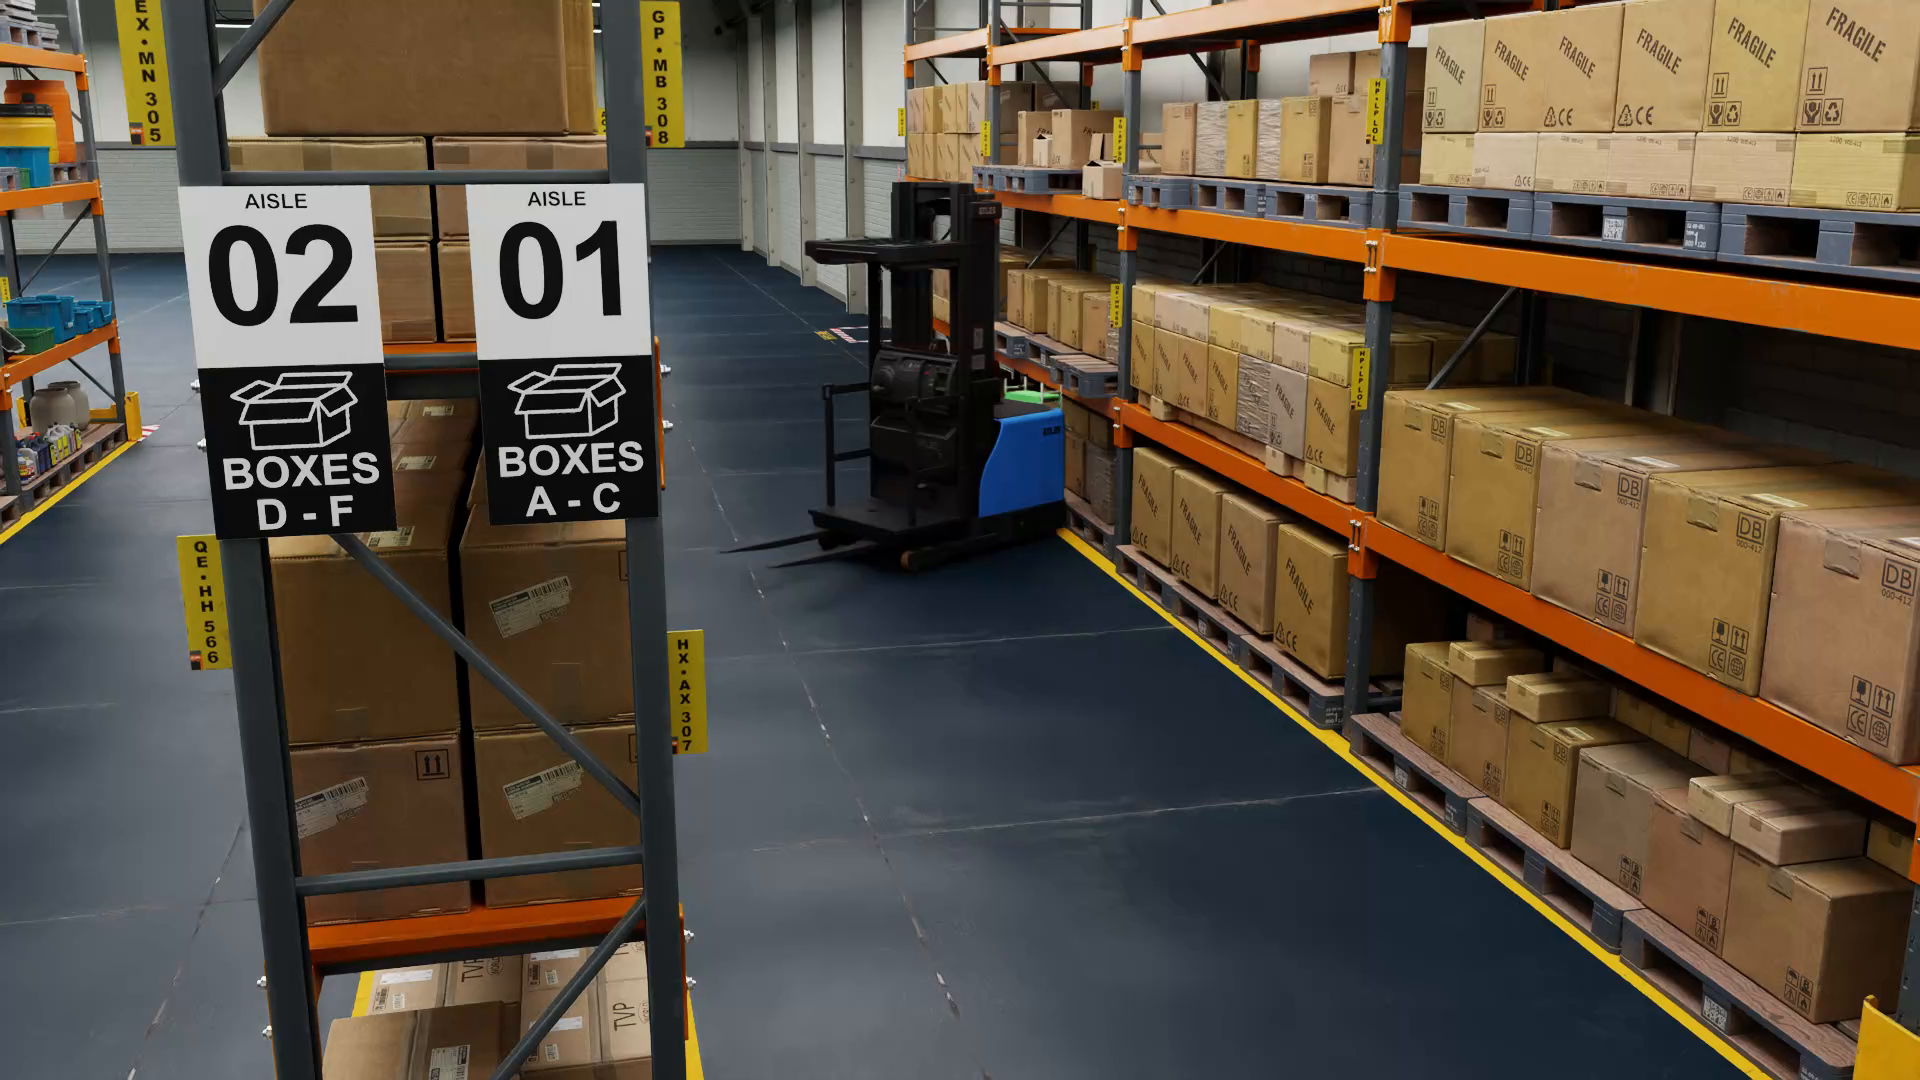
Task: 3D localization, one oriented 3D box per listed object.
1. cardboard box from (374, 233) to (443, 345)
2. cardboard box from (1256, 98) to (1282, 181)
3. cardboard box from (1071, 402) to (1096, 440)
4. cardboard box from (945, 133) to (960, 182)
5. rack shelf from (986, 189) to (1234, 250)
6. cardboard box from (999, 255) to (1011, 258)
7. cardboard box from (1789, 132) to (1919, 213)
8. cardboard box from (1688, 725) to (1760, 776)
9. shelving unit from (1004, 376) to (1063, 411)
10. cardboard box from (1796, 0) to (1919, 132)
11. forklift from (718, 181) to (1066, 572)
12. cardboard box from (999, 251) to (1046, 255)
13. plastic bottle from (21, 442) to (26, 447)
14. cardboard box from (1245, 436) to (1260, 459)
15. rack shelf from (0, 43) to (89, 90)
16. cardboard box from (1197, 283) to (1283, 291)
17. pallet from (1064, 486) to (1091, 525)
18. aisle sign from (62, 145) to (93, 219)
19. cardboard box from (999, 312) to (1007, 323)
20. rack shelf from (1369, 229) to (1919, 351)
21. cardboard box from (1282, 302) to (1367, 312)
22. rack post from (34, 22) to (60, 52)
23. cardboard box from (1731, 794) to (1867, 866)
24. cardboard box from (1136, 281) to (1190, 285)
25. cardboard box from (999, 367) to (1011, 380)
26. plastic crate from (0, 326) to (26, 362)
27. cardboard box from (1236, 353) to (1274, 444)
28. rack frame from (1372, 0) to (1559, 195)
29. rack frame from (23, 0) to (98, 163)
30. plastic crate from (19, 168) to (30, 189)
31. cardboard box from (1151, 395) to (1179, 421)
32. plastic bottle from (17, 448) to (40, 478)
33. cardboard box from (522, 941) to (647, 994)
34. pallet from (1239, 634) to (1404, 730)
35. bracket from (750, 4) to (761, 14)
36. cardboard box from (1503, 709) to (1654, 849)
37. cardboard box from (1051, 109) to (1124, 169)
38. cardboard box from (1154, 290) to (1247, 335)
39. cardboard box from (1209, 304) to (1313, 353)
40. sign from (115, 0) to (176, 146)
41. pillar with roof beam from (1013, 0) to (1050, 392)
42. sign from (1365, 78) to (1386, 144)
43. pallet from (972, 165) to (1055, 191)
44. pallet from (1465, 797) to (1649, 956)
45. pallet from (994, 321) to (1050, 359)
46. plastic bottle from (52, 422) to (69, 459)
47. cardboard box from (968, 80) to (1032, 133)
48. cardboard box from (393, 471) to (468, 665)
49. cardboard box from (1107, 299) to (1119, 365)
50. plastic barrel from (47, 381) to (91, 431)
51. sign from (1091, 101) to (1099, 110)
[{"bbox_3d":[-1.597,-0.651,4.267,0.500,0.250,0.500,-3,14,-13],"label":"cardboard box"},{"bbox_3d":[2.306,-2.535,10.526,0.700,0.500,0.500,-3,14,-13],"label":"cardboard box"},{"bbox_3d":[1.297,-1.066,14.729,0.500,0.250,0.500,-3,14,-13],"label":"cardboard box"},{"bbox_3d":[0.143,-4.069,17.691,0.500,0.500,0.500,-4,14,-15],"label":"cardboard box"},{"bbox_3d":[1.245,-2.855,14.486,1.077,0.370,4.000,-3,14,-13],"label":"rack shelf"},{"bbox_3d":[0.241,-2.716,17.418,0.500,0.500,0.500,-3,14,-14],"label":"cardboard box"},{"bbox_3d":[3.164,-1.231,5.545,0.500,0.250,0.500,-3,14,-11],"label":"cardboard box"},{"bbox_3d":[3.317,0.884,7.005,0.380,0.149,0.250,-3,14,-12],"label":"cardboard box"},{"bbox_3d":[0.633,-0.795,14.463,0.258,1.200,0.503,-9,15,-37],"label":"shelving unit"},{"bbox_3d":[3.157,-1.595,5.454,0.500,0.500,0.500,-3,14,-13],"label":"cardboard box"},{"bbox_3d":[-0.520,-1.313,13.126,3.031,2.935,1.130,-13,19,-42],"label":"forklift"},{"bbox_3d":[0.639,-2.864,18.024,0.500,0.500,0.500,-3,14,-12],"label":"cardboard box"},{"bbox_3d":[-8.792,-0.780,15.623,0.097,0.271,0.097,0,14,0],"label":"plastic bottle"},{"bbox_3d":[2.044,-0.608,10.583,0.380,0.149,0.250,-4,14,-15],"label":"cardboard box"},{"bbox_3d":[-9.324,-4.488,15.695,1.077,0.370,4.000,-3,14,-13],"label":"rack shelf"},{"bbox_3d":[2.073,-1.762,12.361,0.500,0.250,0.500,-3,14,-12],"label":"cardboard box"},{"bbox_3d":[1.250,-0.392,15.087,1.003,0.211,1.213,-3,14,-13],"label":"pallet"},{"bbox_3d":[-9.522,-3.875,17.989,0.394,0.787,0.004,-3,14,-13],"label":"aisle sign"},{"bbox_3d":[0.370,-2.237,17.039,0.500,0.250,0.500,-3,14,-13],"label":"cardboard box"},{"bbox_3d":[3.124,-1.009,6.932,1.077,0.370,4.000,-3,14,-13],"label":"rack shelf"},{"bbox_3d":[2.429,-1.407,10.905,0.500,0.250,0.500,-4,14,-15],"label":"cardboard box"},{"bbox_3d":[-9.740,-5.069,16.767,0.937,0.300,0.954,-2,14,-7],"label":"rack post"},{"bbox_3d":[3.125,1.080,6.202,0.380,0.149,0.250,-3,14,-14],"label":"cardboard box"},{"bbox_3d":[1.605,-1.941,13.046,0.380,0.149,0.250,-5,15,-21],"label":"cardboard box"},{"bbox_3d":[0.169,-1.662,18.751,0.700,0.500,0.500,-4,14,-17],"label":"cardboard box"},{"bbox_3d":[-8.854,-1.754,14.916,0.767,0.338,0.504,-3,14,-13],"label":"plastic crate"},{"bbox_3d":[2.062,-0.891,10.376,0.500,0.500,0.500,-3,14,-13],"label":"cardboard box"},{"bbox_3d":[2.654,-3.277,8.379,1.000,3.000,0.127,-3,14,-13],"label":"rack frame"},{"bbox_3d":[-9.794,-5.493,17.450,1.000,3.000,0.127,-3,14,-13],"label":"rack frame"},{"bbox_3d":[-8.960,-3.389,15.606,0.336,0.188,0.450,-3,14,-13],"label":"plastic crate"},{"bbox_3d":[1.598,-0.960,12.022,0.380,0.149,0.250,-3,14,-11],"label":"cardboard box"},{"bbox_3d":[-8.606,-0.718,15.356,0.152,0.276,0.135,-3,14,-11],"label":"plastic bottle"},{"bbox_3d":[-1.307,1.587,5.977,0.500,0.250,0.500,-3,14,-13],"label":"cardboard box"},{"bbox_3d":[2.400,0.818,10.134,1.003,0.211,1.213,-3,14,-13],"label":"pallet"},{"bbox_3d":[-5.043,-13.102,41.009,0.235,0.232,0.430,-3,14,-13],"label":"bracket"},{"bbox_3d":[2.963,1.060,7.648,0.700,0.500,0.500,-3,14,-12],"label":"cardboard box"},{"bbox_3d":[1.116,-3.503,14.529,0.500,0.500,0.500,-4,14,-15],"label":"cardboard box"},{"bbox_3d":[1.698,-1.609,11.735,0.500,0.250,0.500,-3,14,-14],"label":"cardboard box"},{"bbox_3d":[1.945,-1.377,10.783,0.500,0.250,0.500,-4,14,-14],"label":"cardboard box"},{"bbox_3d":[-1.765,-1.024,3.612,0.100,0.325,0.005,-3,14,-13],"label":"sign"},{"bbox_3d":[-3.343,-5.692,18.265,9.100,9.000,0.400,-3,14,-13],"label":"pillar with roof beam"},{"bbox_3d":[2.129,-2.191,8.504,0.100,0.325,0.005,-3,14,-13],"label":"sign"},{"bbox_3d":[0.817,-3.426,15.704,1.213,0.211,1.003,-3,14,-13],"label":"pallet"},{"bbox_3d":[3.047,1.454,7.532,1.003,0.211,1.213,-3,14,-13],"label":"pallet"},{"bbox_3d":[0.814,-1.931,15.913,1.003,0.211,1.213,-3,14,-13],"label":"pallet"},{"bbox_3d":[-8.828,-0.977,16.259,0.144,0.351,0.185,-3,14,-11],"label":"plastic bottle"},{"bbox_3d":[0.394,-4.310,16.568,0.500,0.500,0.500,-5,14,-18],"label":"cardboard box"},{"bbox_3d":[-1.712,0.099,4.884,0.500,0.500,0.500,-3,14,-12],"label":"cardboard box"},{"bbox_3d":[1.595,-1.656,13.246,0.700,0.500,0.500,-5,15,-20],"label":"cardboard box"},{"bbox_3d":[-9.565,-1.427,17.804,0.421,0.512,0.421,0,14,0],"label":"plastic barrel"},{"bbox_3d":[1.314,-4.140,16.311,0.100,0.325,0.005,-3,14,-13],"label":"sign"}]
